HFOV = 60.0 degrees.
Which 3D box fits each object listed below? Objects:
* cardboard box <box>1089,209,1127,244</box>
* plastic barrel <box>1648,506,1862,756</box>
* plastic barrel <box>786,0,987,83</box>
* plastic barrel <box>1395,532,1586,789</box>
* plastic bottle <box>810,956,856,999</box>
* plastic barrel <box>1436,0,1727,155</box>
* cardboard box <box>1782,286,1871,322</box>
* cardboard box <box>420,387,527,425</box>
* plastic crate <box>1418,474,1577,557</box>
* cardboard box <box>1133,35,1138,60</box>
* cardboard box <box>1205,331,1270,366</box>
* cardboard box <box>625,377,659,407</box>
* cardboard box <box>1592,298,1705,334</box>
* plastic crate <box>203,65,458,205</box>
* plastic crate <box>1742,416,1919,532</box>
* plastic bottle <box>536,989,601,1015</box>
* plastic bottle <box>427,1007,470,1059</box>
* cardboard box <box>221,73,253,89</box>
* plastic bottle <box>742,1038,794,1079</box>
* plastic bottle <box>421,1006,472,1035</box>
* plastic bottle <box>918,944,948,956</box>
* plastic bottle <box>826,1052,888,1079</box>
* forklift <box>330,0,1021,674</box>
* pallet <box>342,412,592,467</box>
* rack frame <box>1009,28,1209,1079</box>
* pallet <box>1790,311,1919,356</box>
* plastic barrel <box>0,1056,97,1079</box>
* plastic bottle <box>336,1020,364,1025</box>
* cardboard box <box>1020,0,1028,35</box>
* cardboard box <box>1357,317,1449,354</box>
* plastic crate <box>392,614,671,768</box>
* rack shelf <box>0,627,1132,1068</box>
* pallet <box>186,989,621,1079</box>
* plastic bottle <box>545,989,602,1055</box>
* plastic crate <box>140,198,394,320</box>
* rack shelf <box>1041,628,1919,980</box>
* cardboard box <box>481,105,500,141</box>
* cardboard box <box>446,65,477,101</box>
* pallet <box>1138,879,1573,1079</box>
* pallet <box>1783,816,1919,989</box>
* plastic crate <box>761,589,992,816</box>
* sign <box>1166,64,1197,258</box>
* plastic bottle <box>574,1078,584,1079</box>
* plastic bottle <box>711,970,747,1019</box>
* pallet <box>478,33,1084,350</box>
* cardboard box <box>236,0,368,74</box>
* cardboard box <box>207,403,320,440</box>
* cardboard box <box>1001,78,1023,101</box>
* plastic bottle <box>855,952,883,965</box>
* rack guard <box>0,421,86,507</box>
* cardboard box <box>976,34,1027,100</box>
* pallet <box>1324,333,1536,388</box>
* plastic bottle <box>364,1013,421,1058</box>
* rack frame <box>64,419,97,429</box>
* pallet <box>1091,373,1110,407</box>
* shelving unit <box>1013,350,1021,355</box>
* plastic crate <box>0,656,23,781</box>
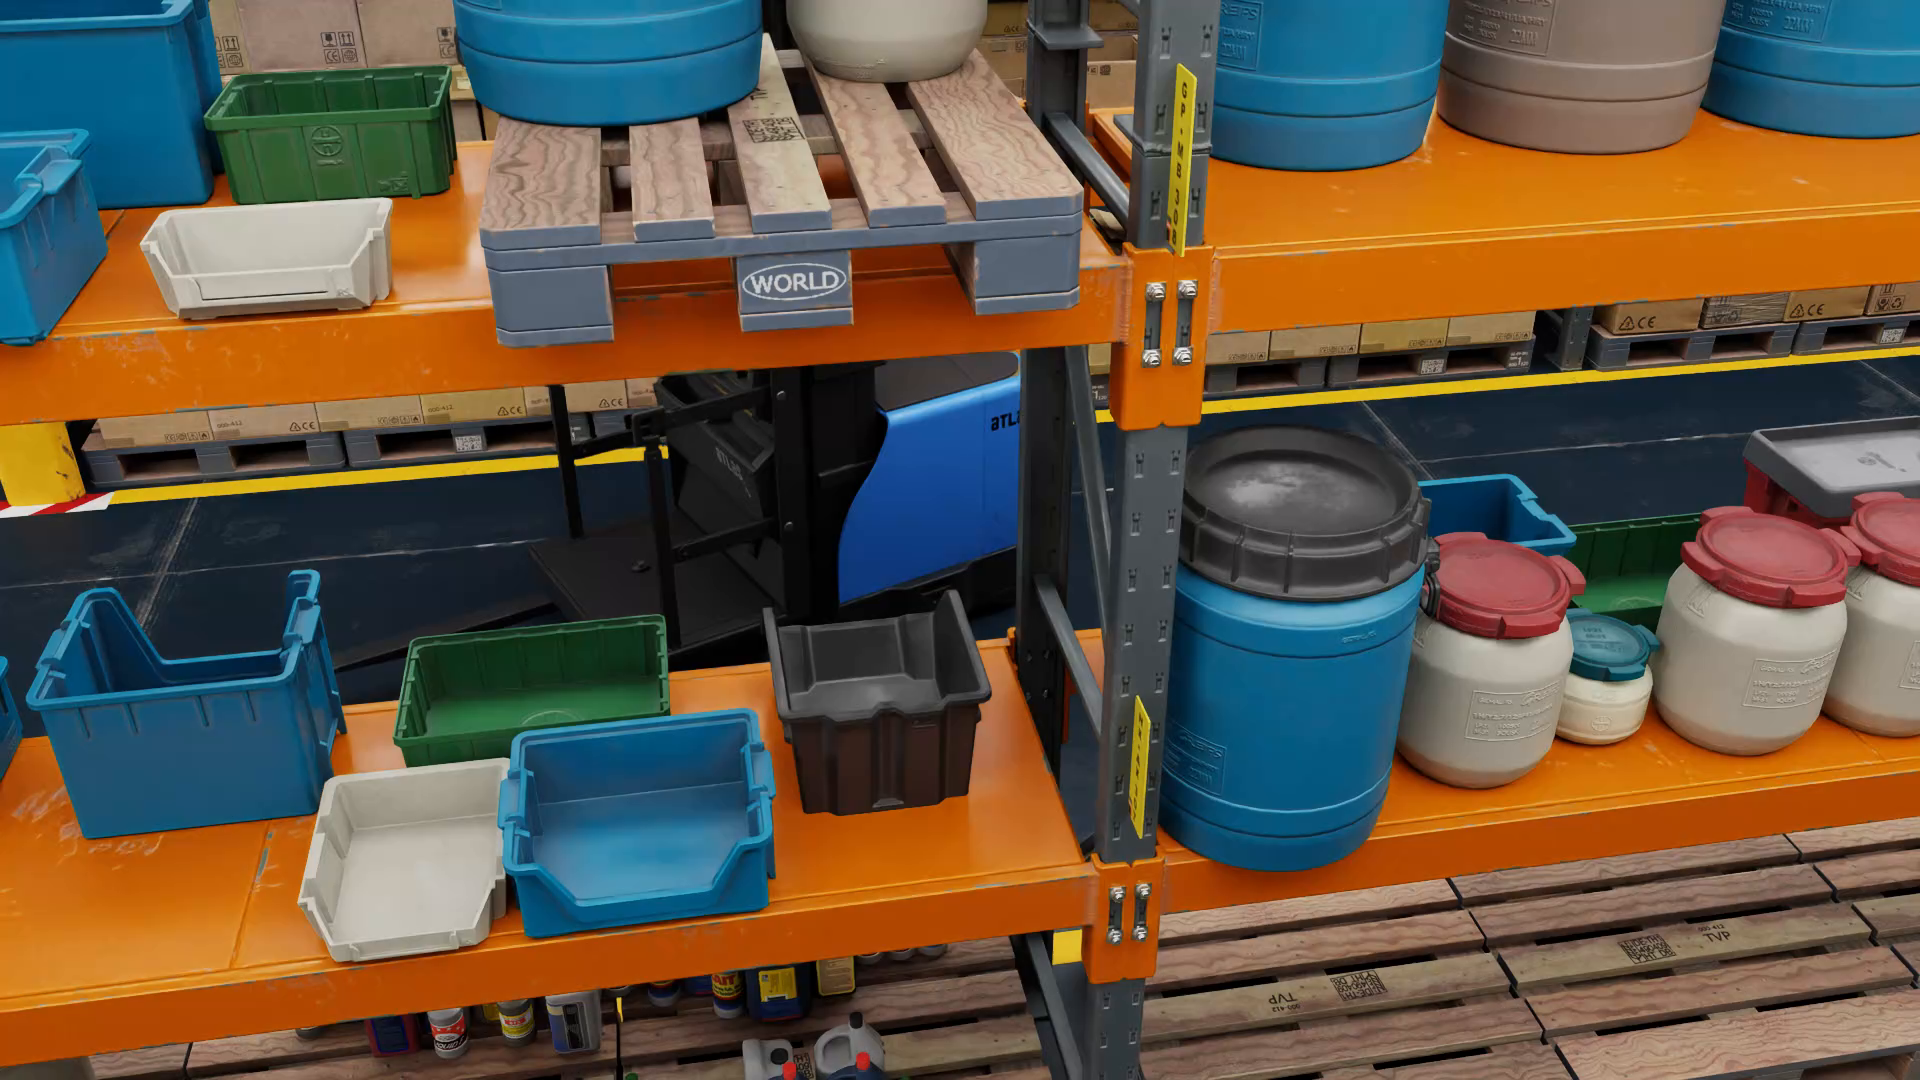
[{"bbox_3d":[0.766,-1.636,9.318,0.500,0.311,0.500,-5,31,-9],"label":"cardboard box"},{"bbox_3d":[2.008,0.243,4.244,0.433,0.535,0.433,0,30,0],"label":"plastic barrel"},{"bbox_3d":[-0.153,-1.235,3.406,0.421,0.512,0.421,0,30,0],"label":"plastic barrel"},{"bbox_3d":[1.287,0.310,4.130,0.433,0.535,0.433,0,30,0],"label":"plastic barrel"},{"bbox_3d":[-0.380,1.234,4.937,0.133,0.283,0.061,-5,31,-9],"label":"plastic bottle"},{"bbox_3d":[1.411,-1.377,3.679,0.600,0.901,0.600,0,30,0],"label":"plastic barrel"},{"bbox_3d":[4.860,-1.594,9.534,0.500,0.500,0.500,-6,31,-10],"label":"cardboard box"},{"bbox_3d":[-2.474,-0.828,8.498,0.500,0.250,0.500,-5,31,-9],"label":"cardboard box"},{"bbox_3d":[1.335,0.097,4.641,0.575,0.384,0.392,-5,31,-9],"label":"plastic crate"},{"bbox_3d":[1.187,-2.323,8.642,0.500,0.500,0.500,-5,31,-9],"label":"cardboard box"},{"bbox_3d":[1.371,-1.173,9.085,0.500,0.250,0.500,-5,31,-8],"label":"cardboard box"},{"bbox_3d":[-1.493,-0.927,8.666,0.500,0.250,0.500,-5,31,-9],"label":"cardboard box"},{"bbox_3d":[3.851,-1.500,9.374,0.500,0.500,0.500,-4,31,-7],"label":"cardboard box"},{"bbox_3d":[-1.295,-0.847,3.481,0.450,0.188,0.336,-5,31,-9],"label":"plastic crate"},{"bbox_3d":[2.596,-0.052,4.815,0.583,0.464,0.402,-5,31,-9],"label":"plastic crate"},{"bbox_3d":[-1.167,1.221,4.893,0.185,0.351,0.144,-6,31,-9],"label":"plastic bottle"},{"bbox_3d":[-1.471,1.380,4.770,0.097,0.201,0.097,0,30,0],"label":"plastic bottle"},{"bbox_3d":[-3.339,-2.079,7.588,0.250,0.149,0.380,-6,31,-10],"label":"cardboard box"},{"bbox_3d":[-0.516,1.479,4.528,0.135,0.276,0.152,-5,31,-9],"label":"plastic bottle"},{"bbox_3d":[-1.512,1.288,4.854,0.135,0.276,0.152,-6,31,-10],"label":"plastic bottle"},{"bbox_3d":[-0.086,1.143,5.104,0.097,0.271,0.097,0,30,0],"label":"plastic bottle"},{"bbox_3d":[-0.276,1.501,4.417,0.185,0.351,0.144,-6,31,-10],"label":"plastic bottle"},{"bbox_3d":[-1.142,-0.832,6.274,3.031,2.935,1.130,-18,35,-28],"label":"forklift"},{"bbox_3d":[-2.575,-0.757,8.829,1.213,0.211,1.003,-5,31,-9],"label":"pallet"},{"bbox_3d":[0.306,0.346,4.202,0.127,3.000,1.000,-5,31,-9],"label":"rack frame"},{"bbox_3d":[5.291,-1.446,10.001,1.213,0.211,1.003,-5,31,-9],"label":"pallet"},{"bbox_3d":[-2.502,1.459,4.350,0.421,0.512,0.421,0,30,0],"label":"plastic barrel"},{"bbox_3d":[-1.789,1.287,4.848,0.133,0.283,0.061,-5,31,-8],"label":"plastic bottle"},{"bbox_3d":[0.680,-4.232,13.280,0.500,0.250,0.500,-5,31,-9],"label":"cardboard box"},{"bbox_3d":[2.372,-1.266,9.242,0.500,0.250,0.500,-6,31,-10],"label":"cardboard box"},{"bbox_3d":[-1.080,0.421,4.284,0.662,0.188,0.450,-5,31,-9],"label":"plastic crate"},{"bbox_3d":[-1.661,0.839,4.074,4.000,0.370,1.077,-5,31,-9],"label":"rack shelf"},{"bbox_3d":[-1.565,1.702,4.647,1.213,0.211,1.003,-5,31,-9],"label":"pallet"},{"bbox_3d":[-1.115,1.325,4.790,0.135,0.276,0.152,-5,31,-9],"label":"plastic bottle"},{"bbox_3d":[-1.200,-0.485,2.916,0.396,0.136,0.243,-5,31,-9],"label":"plastic crate"},{"bbox_3d":[2.273,0.474,4.695,4.000,0.370,1.077,-5,31,-9],"label":"rack shelf"},{"bbox_3d":[-2.030,-2.028,8.141,0.500,0.500,0.700,-5,31,-8],"label":"cardboard box"},{"bbox_3d":[-2.321,-2.174,7.749,0.250,0.149,0.380,-4,31,-7],"label":"cardboard box"},{"bbox_3d":[1.072,1.457,5.063,1.213,0.211,1.003,-5,31,-9],"label":"pallet"},{"bbox_3d":[3.472,1.235,5.442,1.213,0.211,1.003,-5,31,-9],"label":"pallet"},{"bbox_3d":[-0.232,0.357,4.244,0.504,0.338,0.767,-5,31,-9],"label":"plastic crate"},{"bbox_3d":[0.394,-0.675,2.971,0.005,0.325,0.100,-5,31,-9],"label":"sign"},{"bbox_3d":[-0.962,1.537,4.423,0.133,0.283,0.061,-5,31,-9],"label":"plastic bottle"},{"bbox_3d":[-0.684,1.273,4.883,0.097,0.271,0.097,0,30,0],"label":"plastic bottle"},{"bbox_3d":[-0.386,-0.751,3.294,1.003,0.211,1.213,-5,31,-9],"label":"pallet"},{"bbox_3d":[-2.991,-2.499,7.662,0.500,0.500,0.700,-5,31,-9],"label":"cardboard box"},{"bbox_3d":[-3.458,-0.740,8.347,0.500,0.250,0.500,-5,31,-9],"label":"cardboard box"},{"bbox_3d":[0.249,-2.238,8.729,0.258,0.266,0.396,-6,31,-10],"label":"cardboard box"},{"bbox_3d":[-0.286,1.192,5.090,0.097,0.201,0.097,0,30,0],"label":"plastic bottle"},{"bbox_3d":[-4.541,-0.679,8.411,0.348,0.500,1.175,-5,31,-9],"label":"rack guard"},{"bbox_3d":[0.251,-3.879,13.420,0.500,0.500,0.700,-5,31,-8],"label":"cardboard box"},{"bbox_3d":[2.535,-1.231,9.636,1.213,0.211,1.003,-5,31,-9],"label":"pallet"},{"bbox_3d":[-1.628,1.350,4.740,0.133,0.283,0.061,-5,31,-9],"label":"plastic bottle"},{"bbox_3d":[-4.517,-1.759,7.781,0.127,3.000,1.000,-5,31,-9],"label":"rack frame"},{"bbox_3d":[0.135,-1.008,9.257,1.213,0.211,1.003,-5,31,-9],"label":"pallet"},{"bbox_3d":[0.204,-0.521,7.600,0.252,1.050,0.215,-11,32,-18],"label":"shelving unit"},{"bbox_3d":[-2.550,0.524,4.046,0.408,0.251,0.499,-5,31,-9],"label":"plastic crate"}]
